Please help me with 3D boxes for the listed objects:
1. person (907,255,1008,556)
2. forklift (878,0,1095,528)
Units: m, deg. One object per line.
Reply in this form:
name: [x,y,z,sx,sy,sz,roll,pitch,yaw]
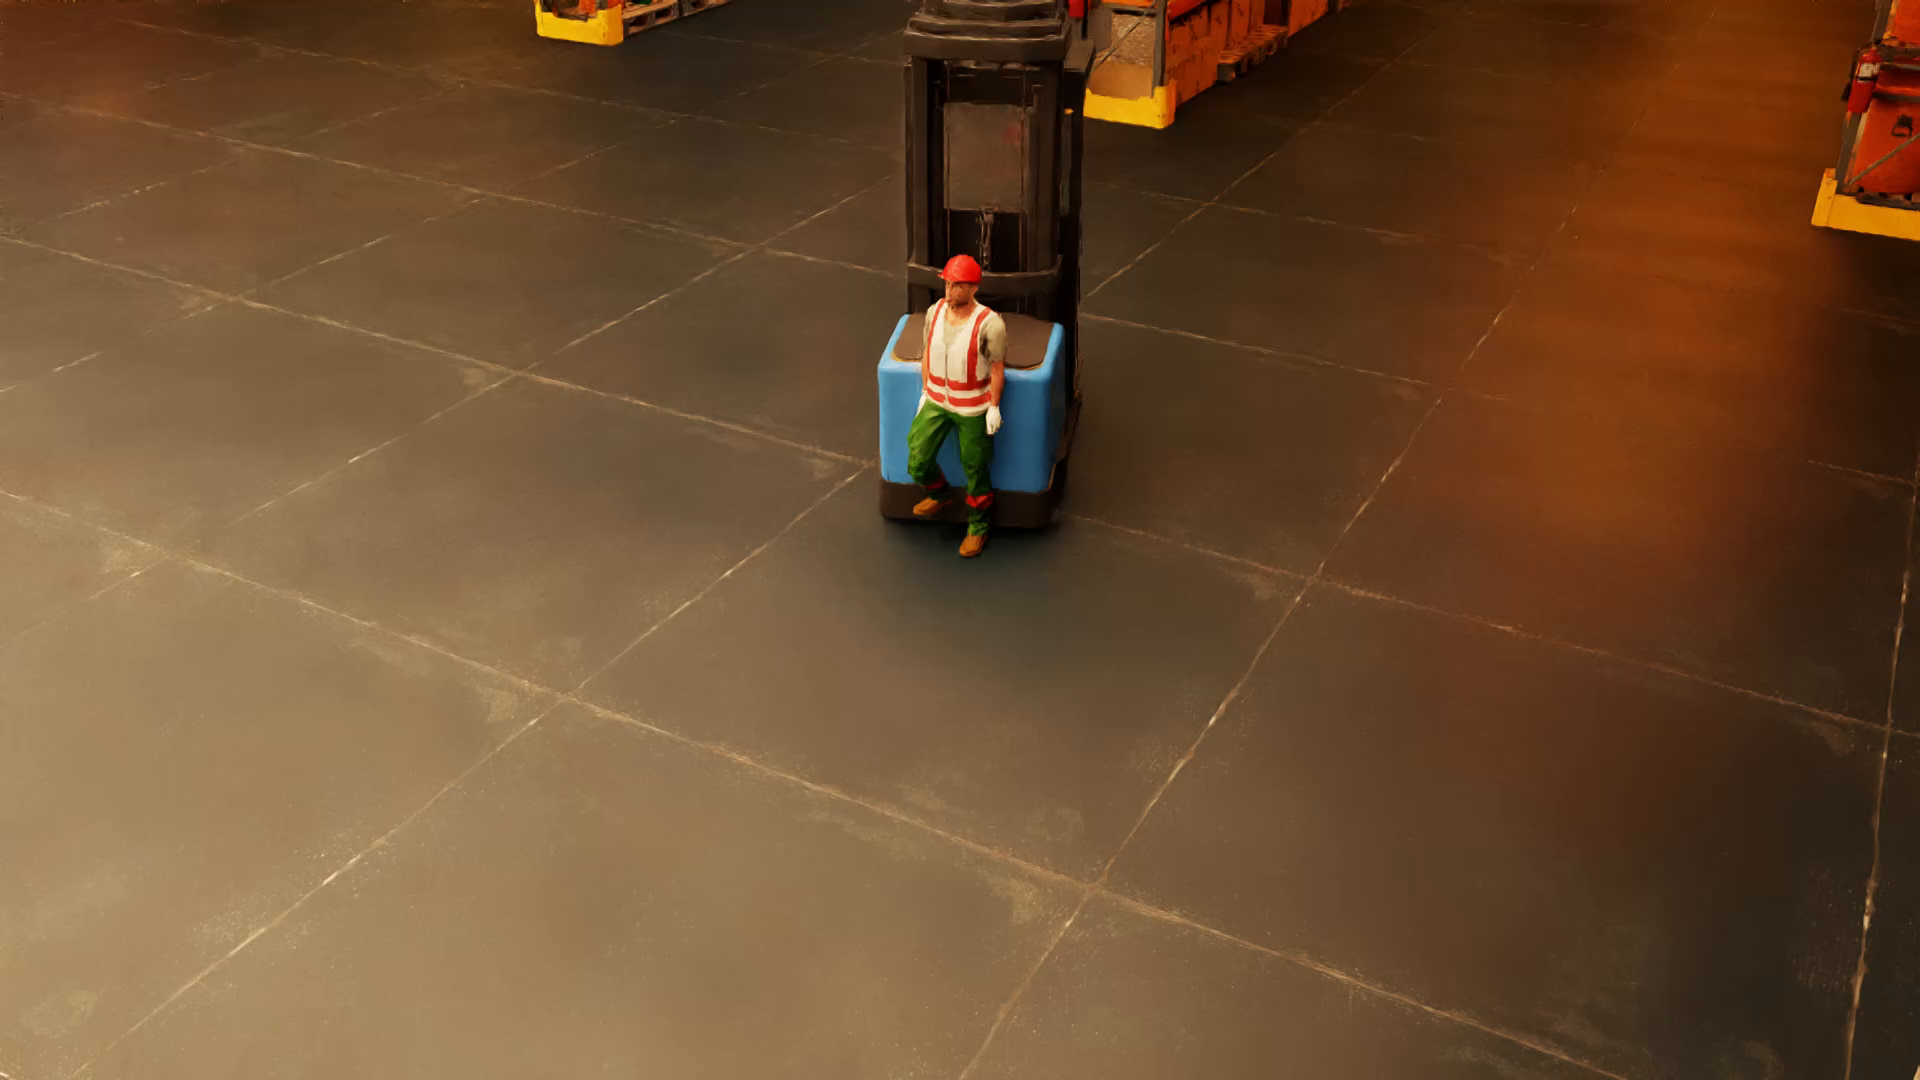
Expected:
person: [-0.039,-0.739,9.491,0.540,1.794,0.484,15,33,25]
forklift: [0.246,-2.058,10.637,1.130,2.935,3.031,4,30,8]
